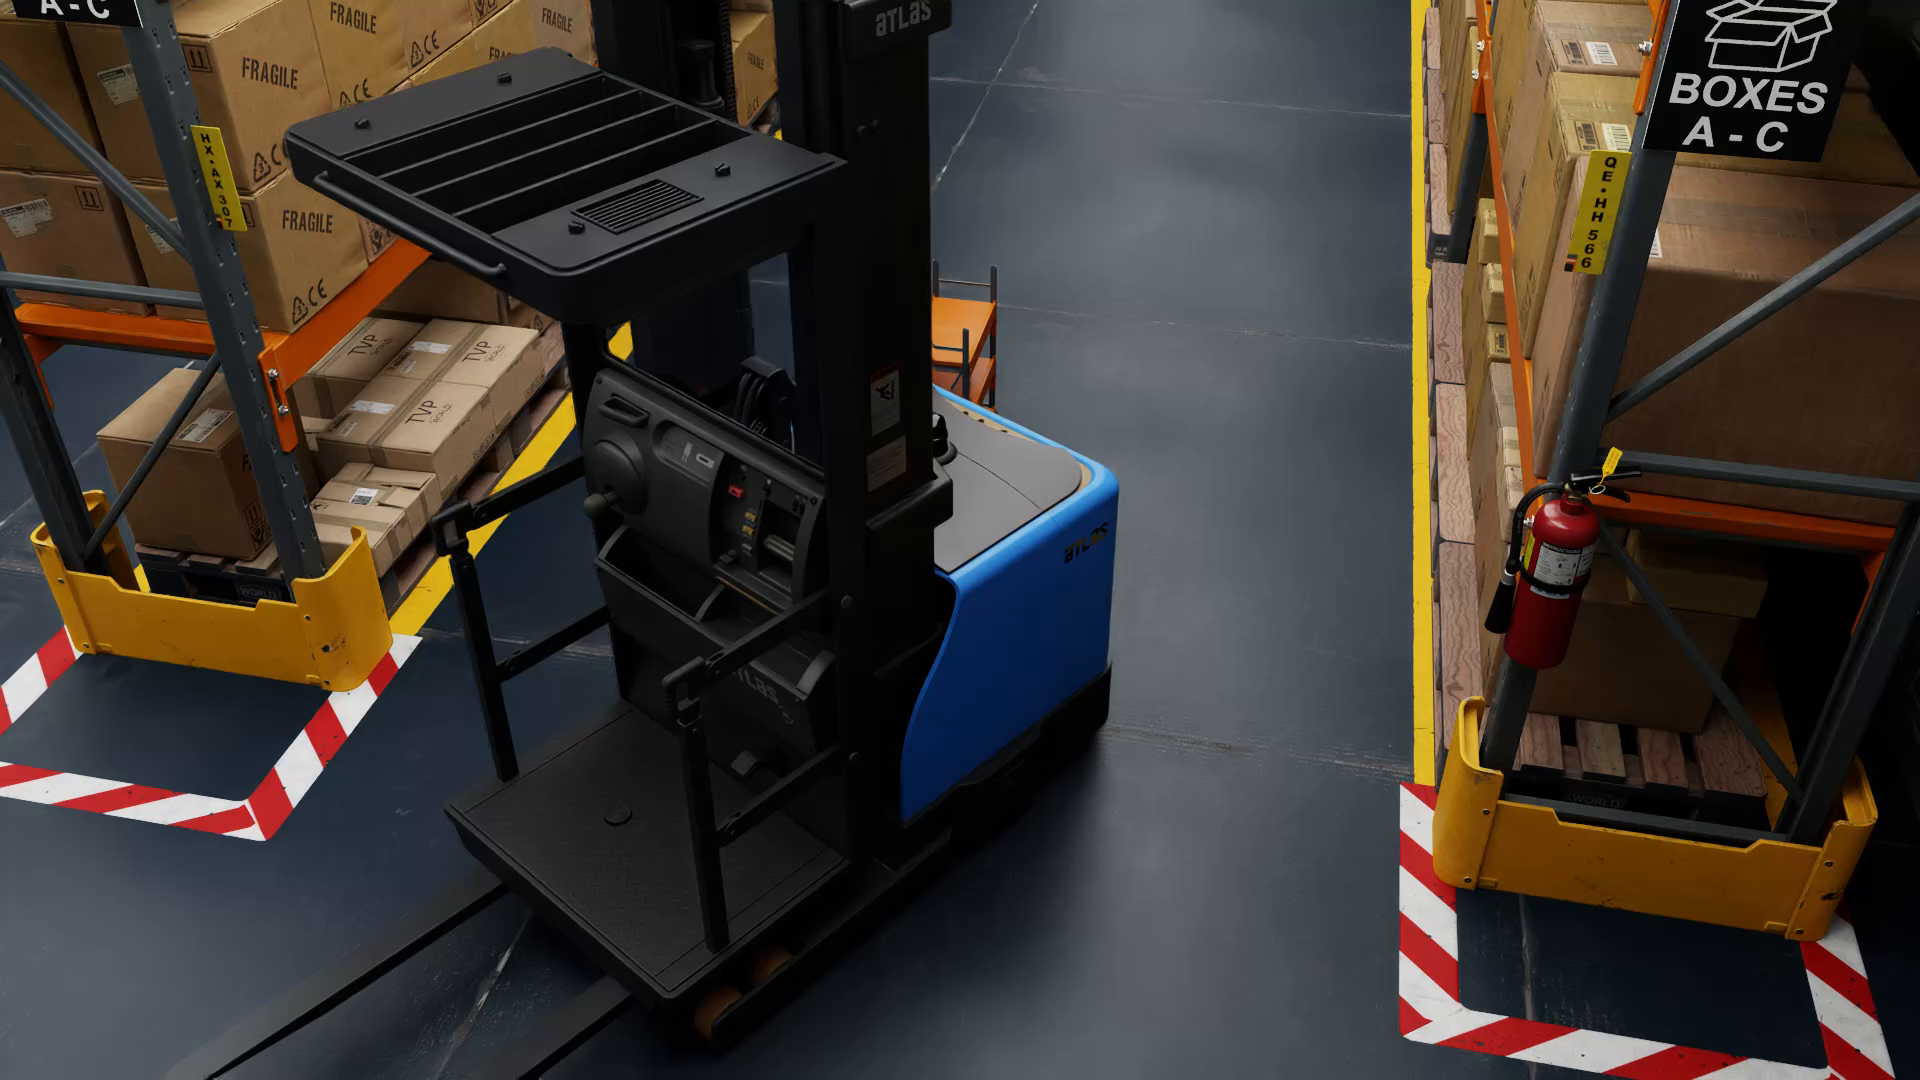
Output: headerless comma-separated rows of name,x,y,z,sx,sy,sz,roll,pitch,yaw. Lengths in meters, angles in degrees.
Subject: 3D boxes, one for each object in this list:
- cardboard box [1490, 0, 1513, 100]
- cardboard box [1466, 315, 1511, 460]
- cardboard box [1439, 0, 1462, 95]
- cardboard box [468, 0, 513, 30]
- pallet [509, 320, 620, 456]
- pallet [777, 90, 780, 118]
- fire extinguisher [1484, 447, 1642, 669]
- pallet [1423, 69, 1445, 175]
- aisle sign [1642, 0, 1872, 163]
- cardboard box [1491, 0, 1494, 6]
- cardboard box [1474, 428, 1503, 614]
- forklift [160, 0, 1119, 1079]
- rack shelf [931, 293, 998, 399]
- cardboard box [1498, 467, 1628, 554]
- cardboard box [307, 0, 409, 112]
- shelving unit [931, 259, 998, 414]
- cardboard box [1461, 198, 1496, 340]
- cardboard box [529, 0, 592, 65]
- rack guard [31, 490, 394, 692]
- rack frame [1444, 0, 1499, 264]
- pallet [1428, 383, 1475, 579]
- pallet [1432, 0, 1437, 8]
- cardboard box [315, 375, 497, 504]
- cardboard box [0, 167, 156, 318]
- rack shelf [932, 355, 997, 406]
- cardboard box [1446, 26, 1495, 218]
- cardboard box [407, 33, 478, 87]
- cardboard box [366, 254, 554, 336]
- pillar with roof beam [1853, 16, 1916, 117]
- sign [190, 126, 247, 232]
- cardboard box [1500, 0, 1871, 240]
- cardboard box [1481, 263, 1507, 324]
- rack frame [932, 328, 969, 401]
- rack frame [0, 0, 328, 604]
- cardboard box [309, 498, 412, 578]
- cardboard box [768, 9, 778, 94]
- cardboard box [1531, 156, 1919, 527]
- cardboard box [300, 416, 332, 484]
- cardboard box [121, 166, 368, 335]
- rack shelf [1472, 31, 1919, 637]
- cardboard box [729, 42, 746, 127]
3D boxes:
cardboard box,2.832,-2.274,7.076,0.980,0.700,0.700,8,37,11
cardboard box,2.482,-0.622,6.824,0.700,0.500,0.500,8,37,11
cardboard box,3.340,-3.148,10.011,0.750,0.750,0.750,7,37,10
cardboard box,-2.055,-2.332,6.474,0.500,0.500,0.500,7,37,10
pallet,-2.282,-0.856,7.751,1.003,0.211,1.213,7,37,10
pallet,-1.481,-3.124,10.880,1.003,0.211,1.213,7,37,10
fire extinguisher,1.626,0.043,4.519,0.296,0.674,0.183,7,37,10
pallet,3.313,-2.486,10.000,1.003,0.211,1.213,7,37,10
aisle sign,1.801,-1.217,3.658,0.394,0.787,0.004,7,37,10
cardboard box,2.759,-2.597,7.975,0.380,0.149,0.250,8,37,10
cardboard box,2.268,-0.027,6.003,0.700,0.500,0.500,7,37,10
forklift,-0.852,-0.086,4.371,1.130,2.935,3.031,28,45,33
rack shelf,-0.035,-0.709,6.036,0.258,0.148,0.480,7,37,10
cardboard box,2.011,-0.099,5.550,0.380,0.149,0.250,7,37,9
cardboard box,-2.274,-1.754,5.677,0.500,0.500,0.500,8,37,10
shelving unit,-0.035,-0.391,6.267,0.258,1.200,0.503,7,37,10
cardboard box,2.704,-1.204,7.627,0.700,0.500,0.500,8,37,11
cardboard box,-1.949,-2.212,7.160,0.500,0.500,0.500,8,37,11
rack guard,-2.714,0.181,6.074,1.175,0.500,0.348,7,37,10
rack frame,2.964,-2.462,7.590,1.000,3.000,0.127,7,37,10
pallet,2.467,-0.205,6.853,1.003,0.211,1.213,7,37,10
pallet,3.987,-4.074,12.191,1.003,0.211,1.213,7,37,10
cardboard box,-2.231,-0.415,6.734,0.500,0.250,0.500,7,37,10
cardboard box,-2.901,-1.119,5.652,0.500,0.500,0.500,8,37,11
rack shelf,-0.035,-0.518,6.175,0.258,0.148,0.480,7,37,10
cardboard box,2.976,-2.150,8.635,0.750,0.750,0.750,8,37,11
cardboard box,-2.163,-1.633,6.362,0.500,0.500,0.500,7,37,10
cardboard box,-2.273,-1.170,7.561,0.797,0.503,0.637,7,37,10
pillar with roof beam,-0.546,-4.921,5.871,9.100,9.000,0.400,7,37,10
sign,-2.201,-1.070,4.932,0.100,0.325,0.005,7,37,10
cardboard box,2.525,-1.438,5.922,0.980,0.700,0.700,6,36,8
cardboard box,2.341,-0.994,6.784,0.380,0.149,0.250,6,36,9
rack frame,-0.087,-0.251,6.074,0.240,1.200,0.015,7,37,10
rack frame,-2.731,-0.787,5.280,1.000,3.000,0.127,7,37,10
cardboard box,-2.306,-0.008,6.259,0.380,0.149,0.250,7,37,10
cardboard box,-1.318,-3.086,10.207,0.500,0.500,0.500,8,37,11
cardboard box,2.209,-0.583,4.743,0.980,0.700,0.700,9,37,12
cardboard box,-2.681,-0.382,6.760,0.380,0.166,0.250,7,37,10
cardboard box,-2.378,-1.049,5.556,0.500,0.500,0.500,8,37,11
rack shelf,2.537,-1.024,6.219,1.077,0.370,4.000,7,37,10
cardboard box,-1.535,-2.493,9.389,0.500,0.500,0.500,6,36,8
